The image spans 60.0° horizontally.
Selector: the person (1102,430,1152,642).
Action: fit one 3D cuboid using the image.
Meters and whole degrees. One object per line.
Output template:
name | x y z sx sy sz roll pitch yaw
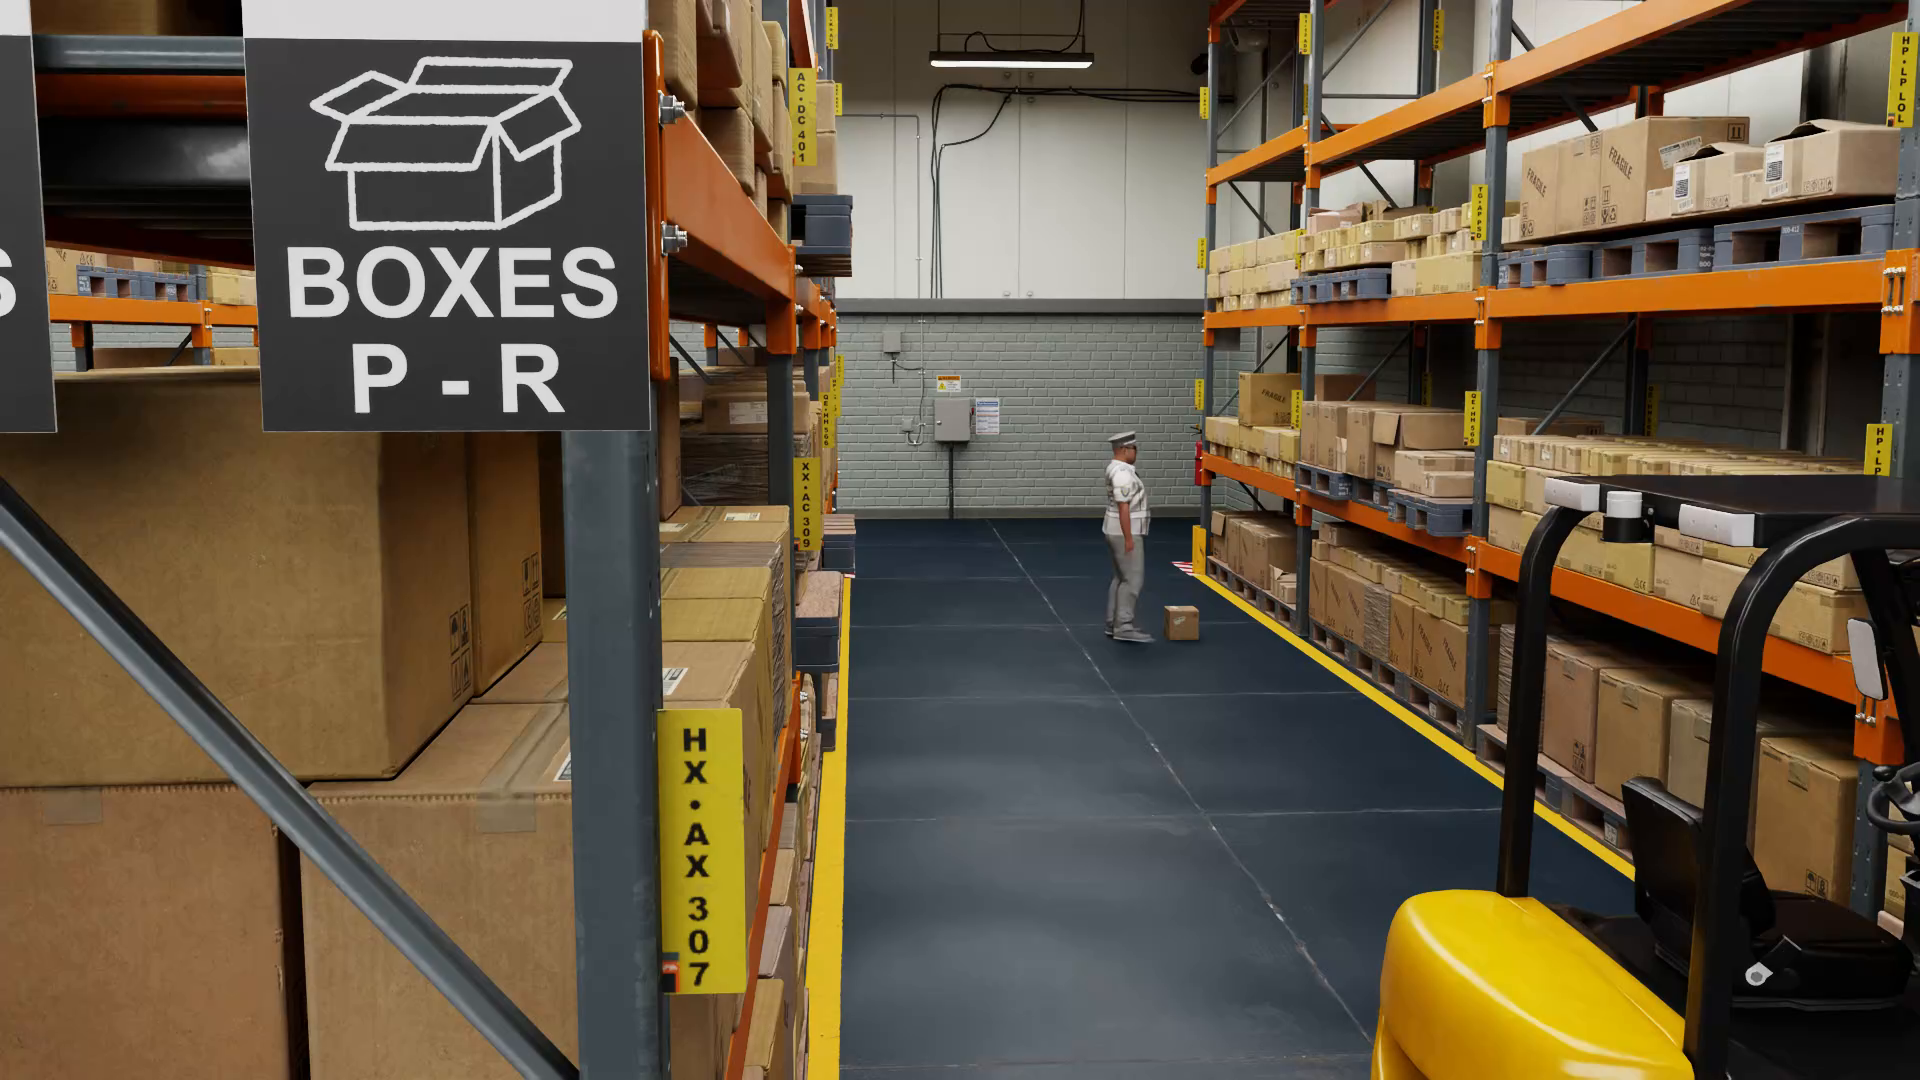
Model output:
person | 1.406 -0.042 14.027 0.398 1.762 0.534 0 7 -2
